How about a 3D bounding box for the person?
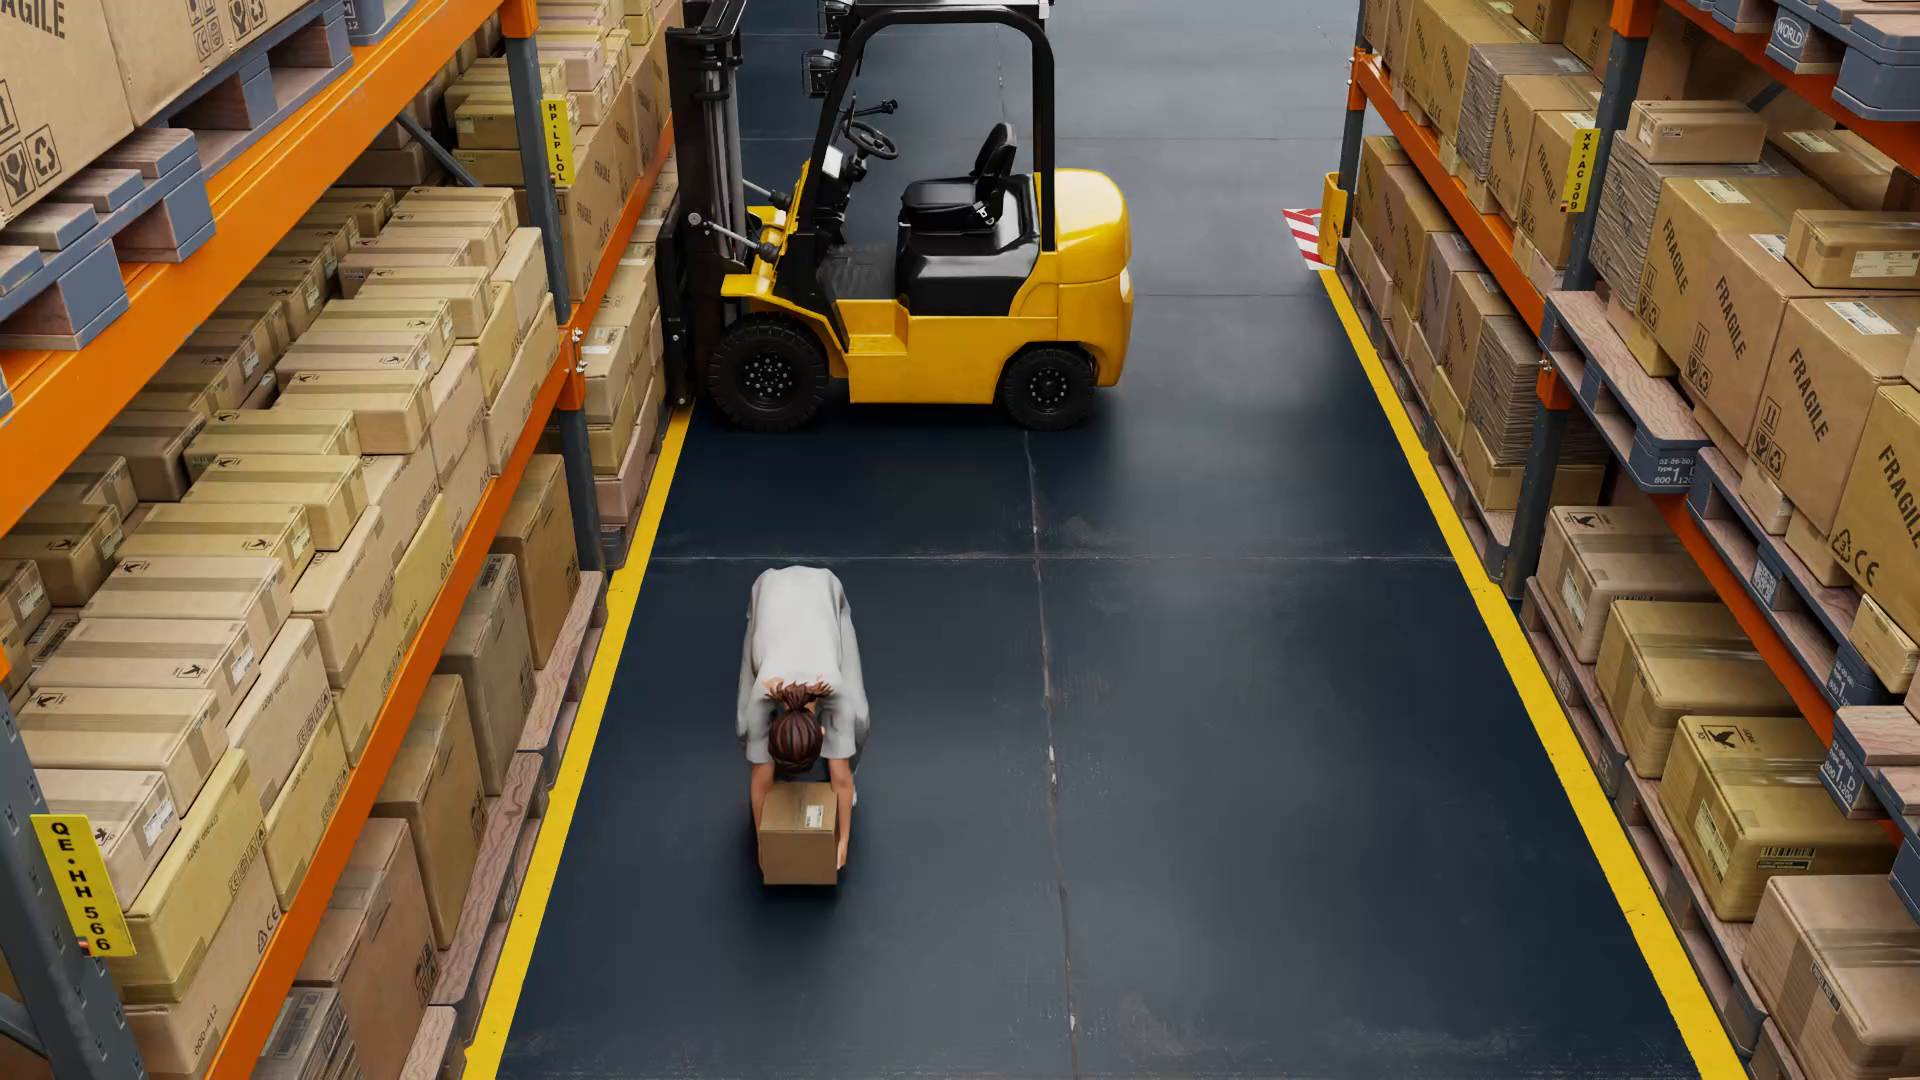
[{"bbox_3d":[-0.555,0.654,5.853,0.471,0.857,0.850,-2,32,-3],"label":"person"}]
